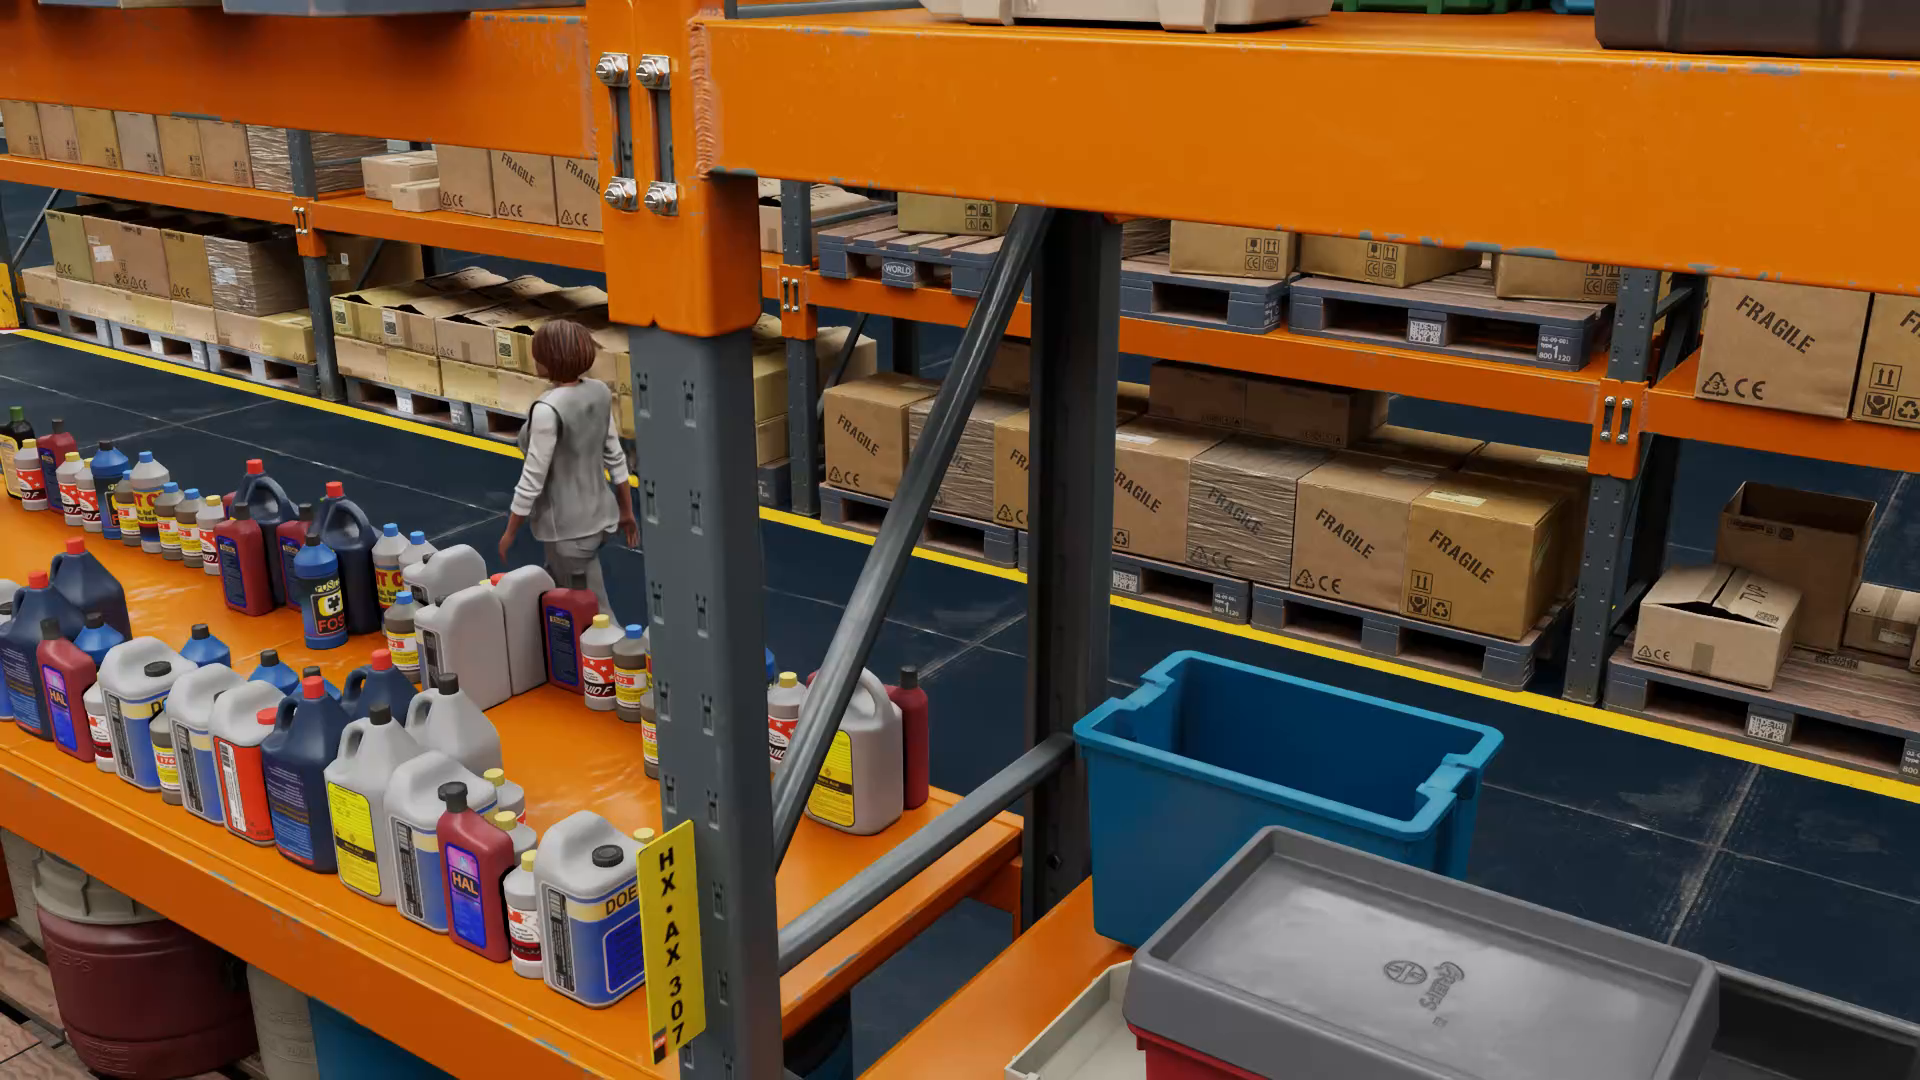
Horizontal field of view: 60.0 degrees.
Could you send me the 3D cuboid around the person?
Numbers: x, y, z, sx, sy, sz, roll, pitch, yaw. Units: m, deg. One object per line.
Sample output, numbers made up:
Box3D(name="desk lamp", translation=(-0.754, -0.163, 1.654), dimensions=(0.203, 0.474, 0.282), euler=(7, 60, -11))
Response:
Box3D(name="person", translation=(-1.462, -0.027, 6.170), dimensions=(0.724, 1.620, 0.459), euler=(7, 21, 17))
